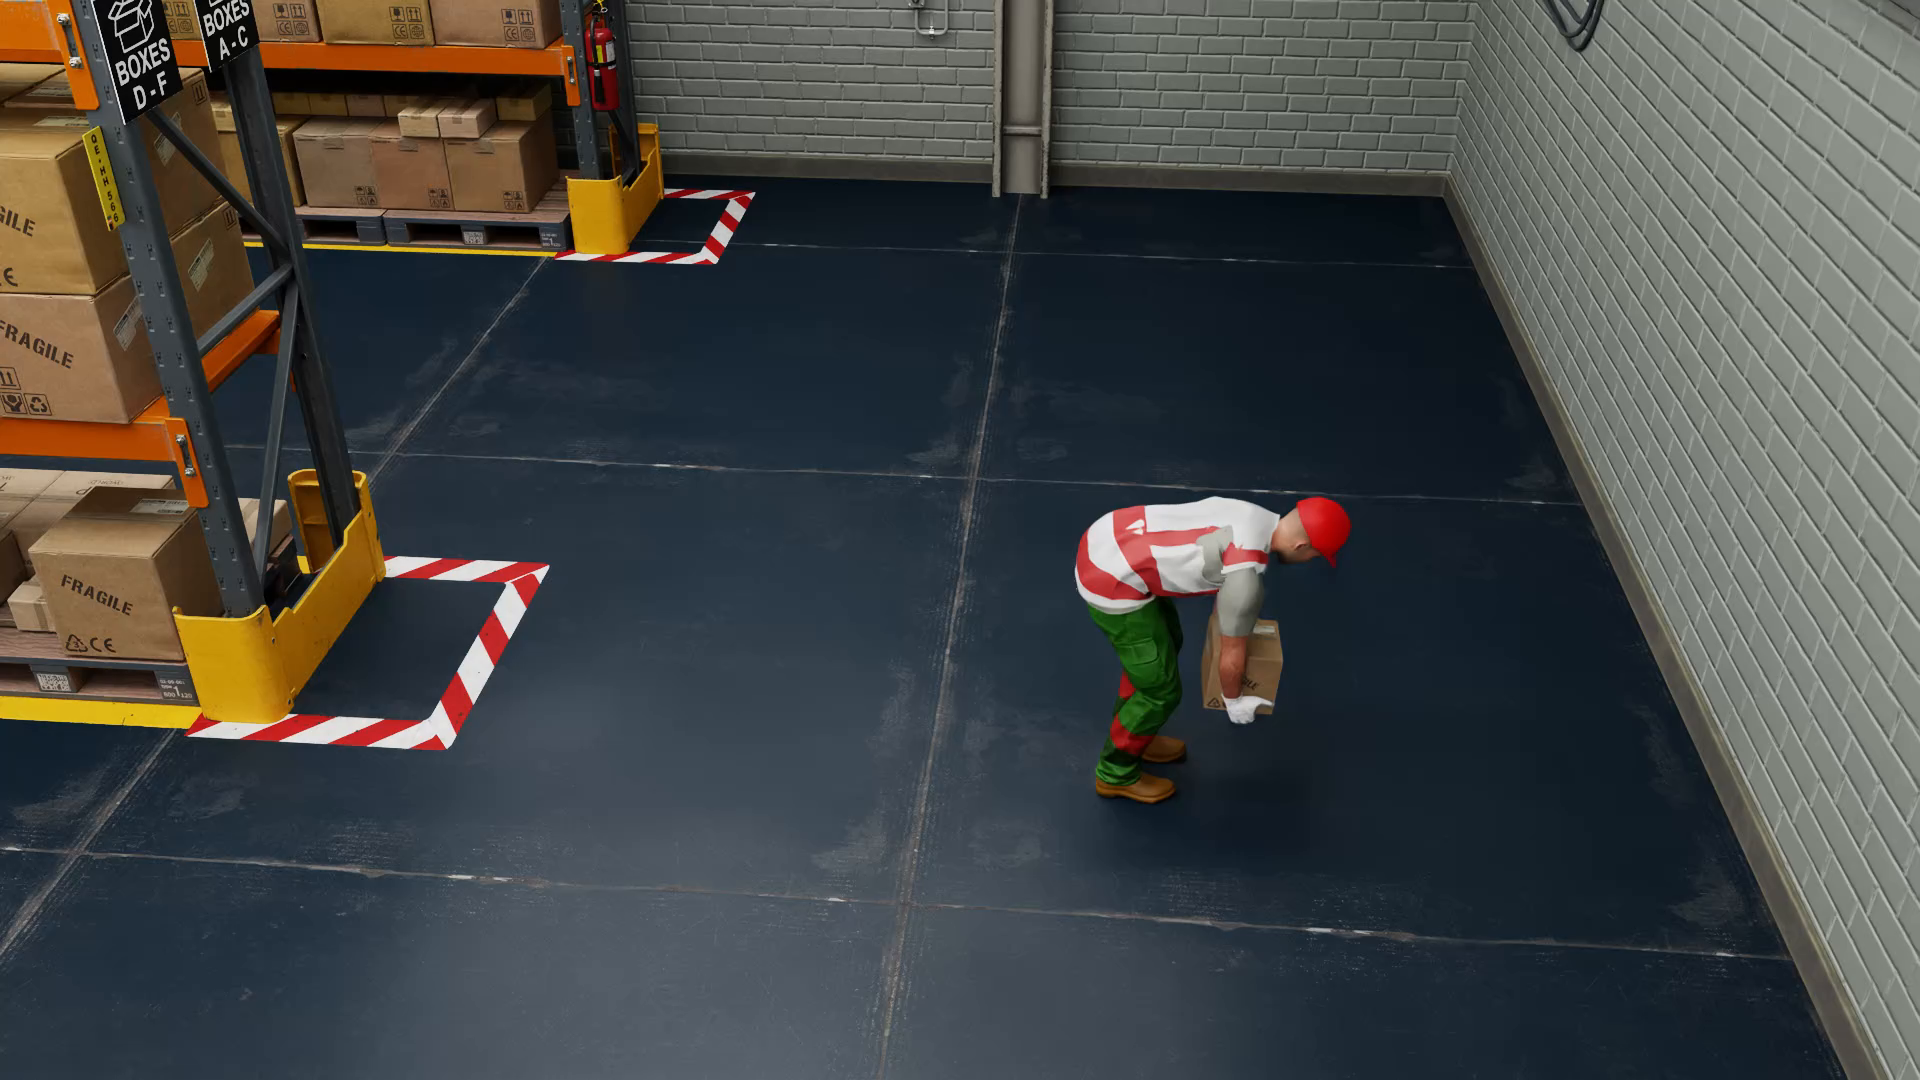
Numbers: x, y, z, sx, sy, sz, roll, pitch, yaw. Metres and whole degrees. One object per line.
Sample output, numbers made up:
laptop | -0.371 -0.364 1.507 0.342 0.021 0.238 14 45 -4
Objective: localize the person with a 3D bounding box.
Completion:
person | 0.883 0.375 6.045 0.949 1.218 0.486 2 32 3
